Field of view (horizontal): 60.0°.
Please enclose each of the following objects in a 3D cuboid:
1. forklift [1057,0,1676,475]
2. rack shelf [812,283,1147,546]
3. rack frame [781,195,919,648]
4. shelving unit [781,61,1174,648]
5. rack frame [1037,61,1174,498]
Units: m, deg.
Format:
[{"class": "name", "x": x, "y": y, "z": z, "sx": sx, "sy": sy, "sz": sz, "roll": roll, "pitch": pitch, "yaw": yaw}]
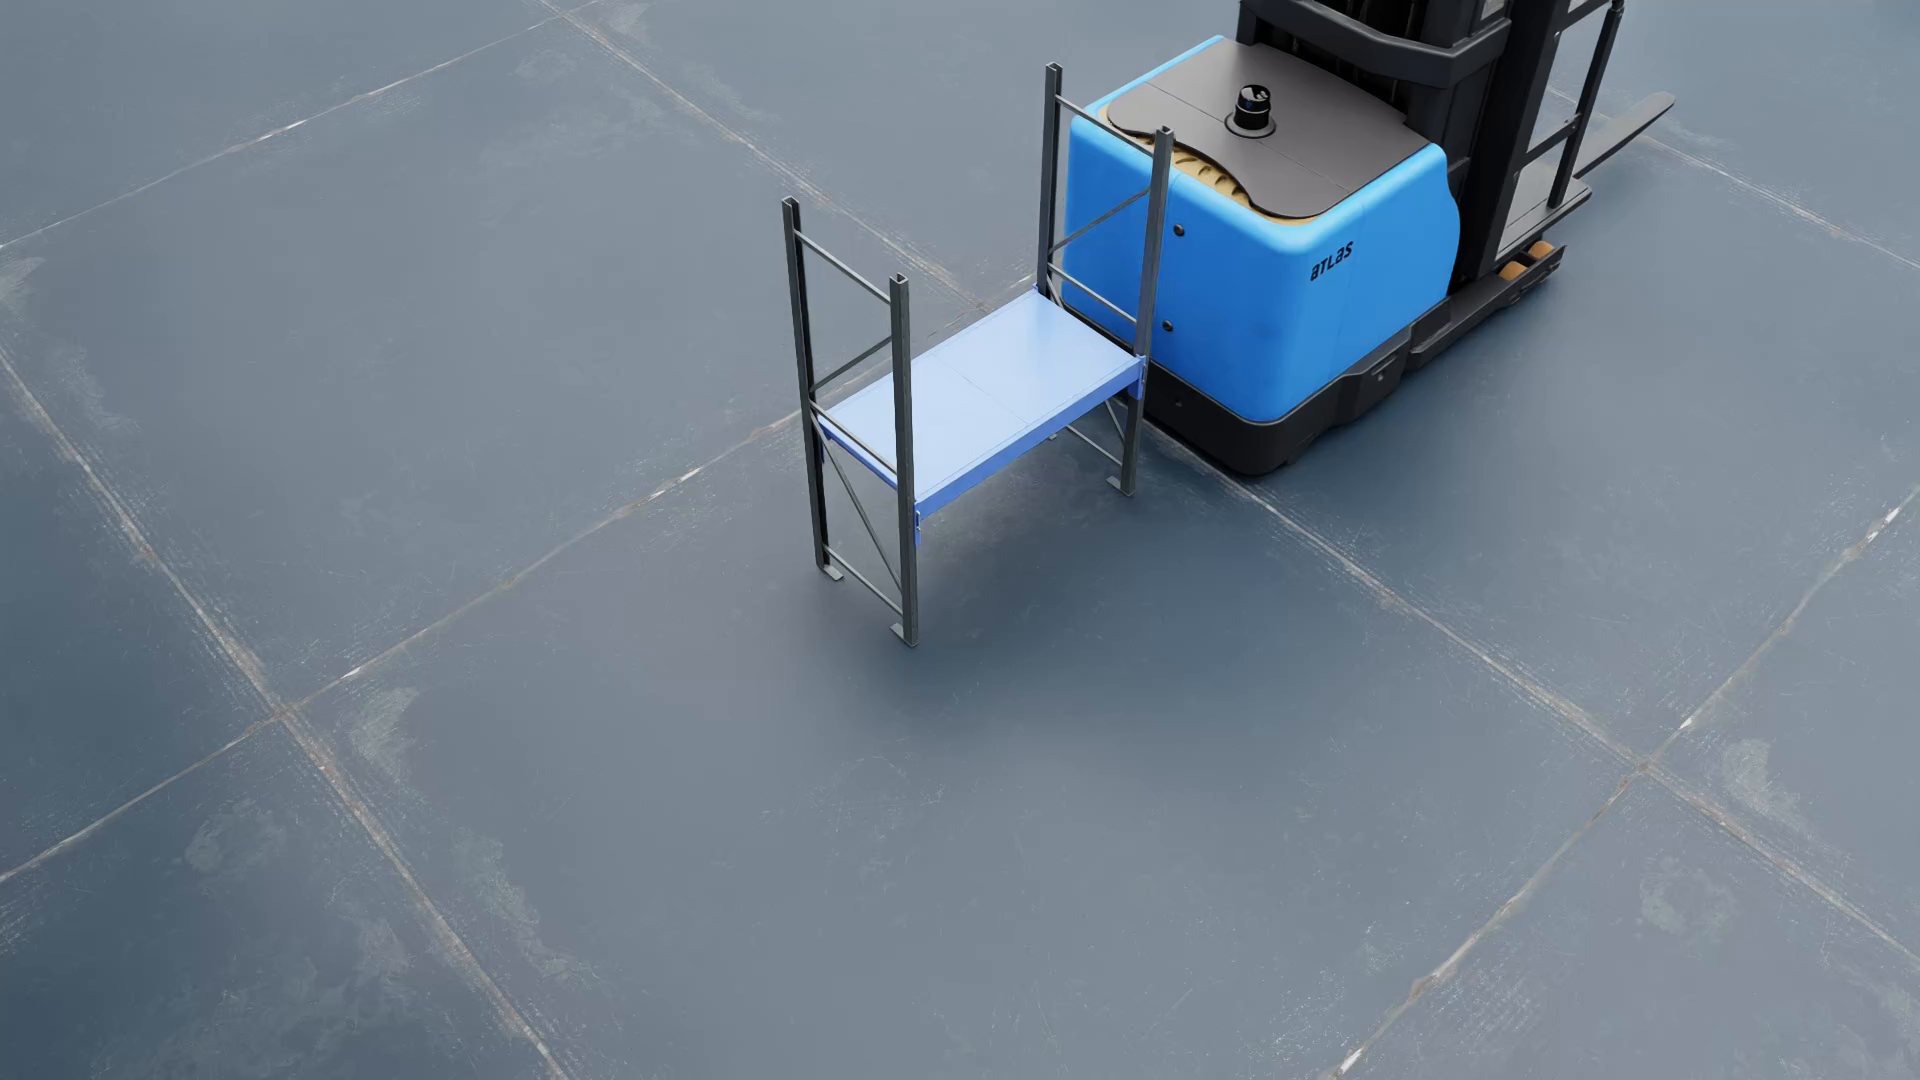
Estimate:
[{"class": "forklift", "x": 1.778, "y": -2.184, "z": 5.771, "sx": 3.031, "sy": 2.935, "sz": 1.130, "roll": -35, "pitch": 56, "yaw": -28}, {"class": "rack shelf", "x": 0.063, "y": -0.429, "z": 5.370, "sx": 1.000, "sy": 0.185, "sz": 0.538, "roll": -34, "pitch": 56, "yaw": -27}, {"class": "rack frame", "x": -0.313, "y": -0.299, "z": 5.006, "sx": 0.032, "sy": 1.500, "sz": 0.500, "roll": -34, "pitch": 56, "yaw": -27}, {"class": "shelving unit", "x": 0.063, "y": -0.551, "z": 5.238, "sx": 1.048, "sy": 1.500, "sz": 0.538, "roll": -34, "pitch": 56, "yaw": -27}, {"class": "rack frame", "x": 0.439, "y": -0.802, "z": 5.470, "sx": 0.032, "sy": 1.500, "sz": 0.500, "roll": -34, "pitch": 56, "yaw": -27}]
